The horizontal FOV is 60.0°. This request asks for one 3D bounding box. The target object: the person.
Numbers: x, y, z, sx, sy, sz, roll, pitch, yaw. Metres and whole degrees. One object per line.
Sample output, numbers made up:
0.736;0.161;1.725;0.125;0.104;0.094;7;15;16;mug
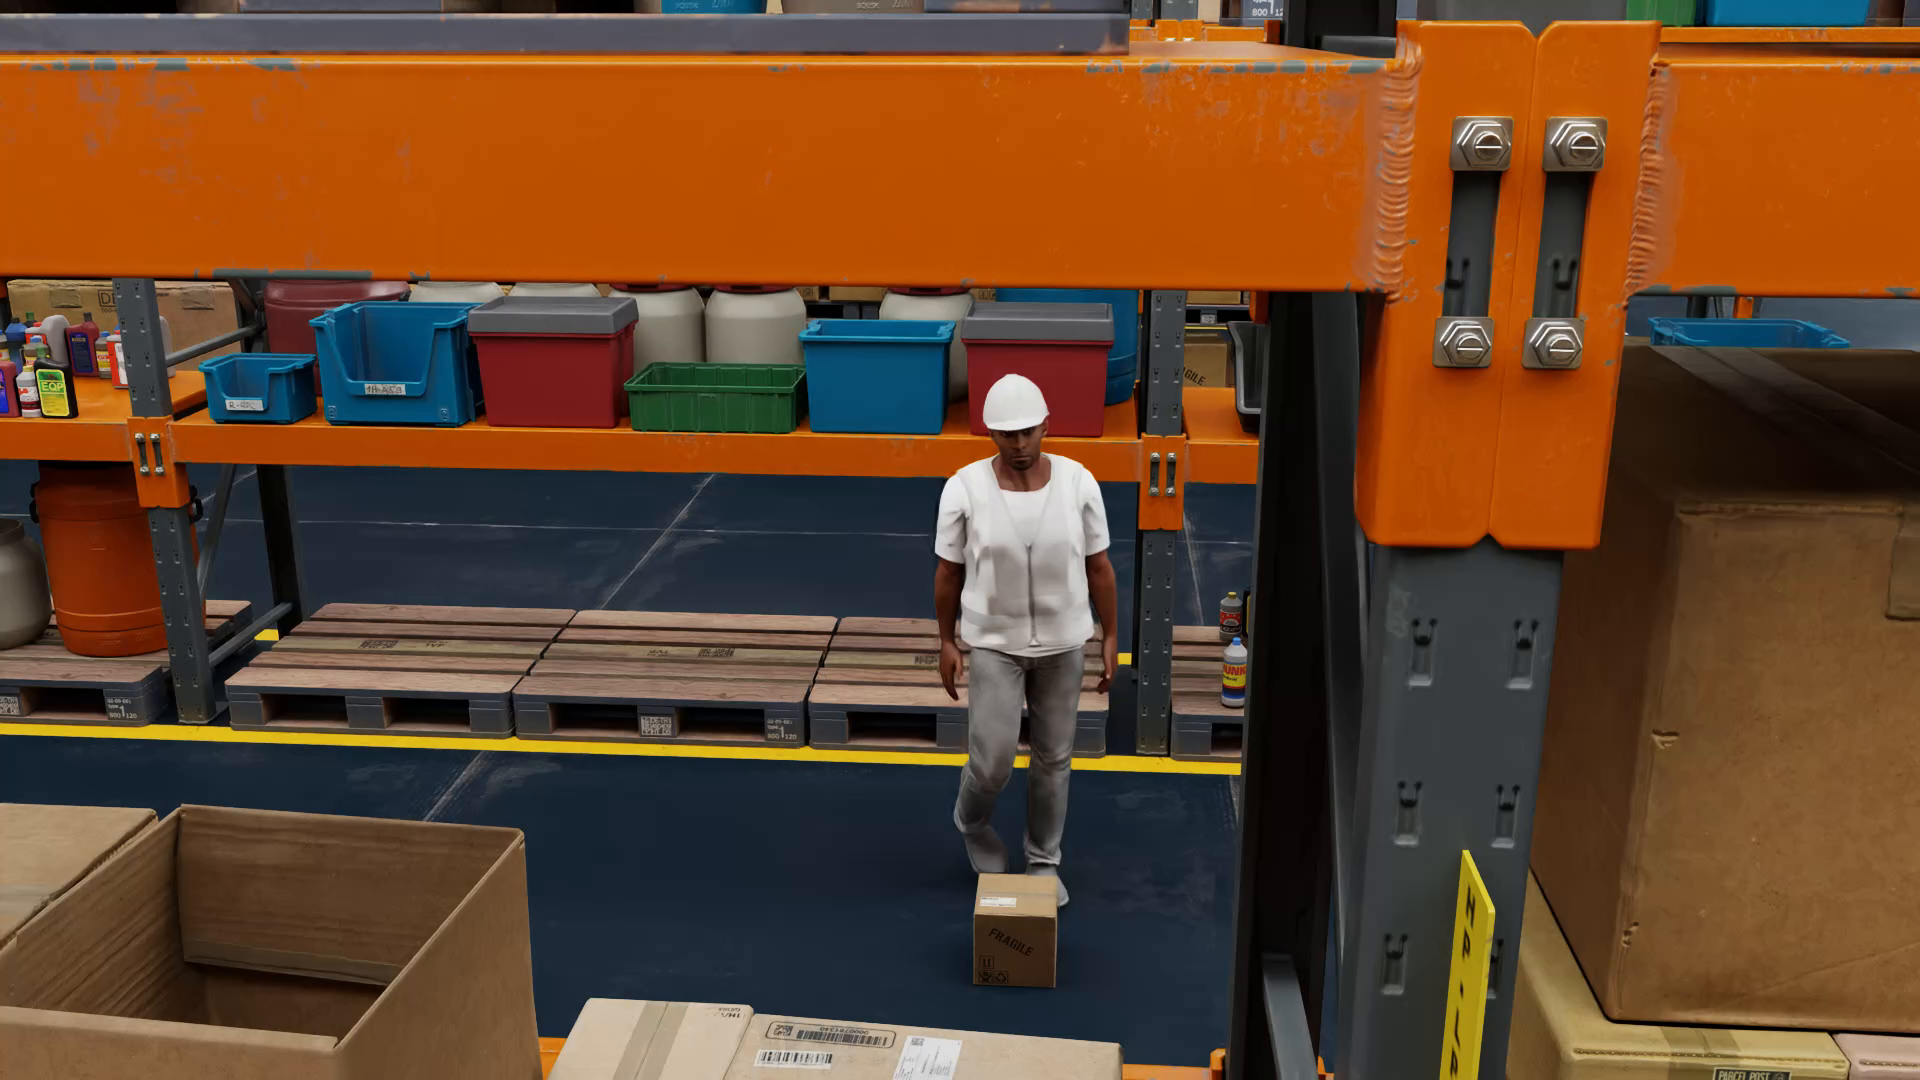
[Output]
0.221;0.338;5.407;0.590;1.765;0.467;-2;18;-8;person
